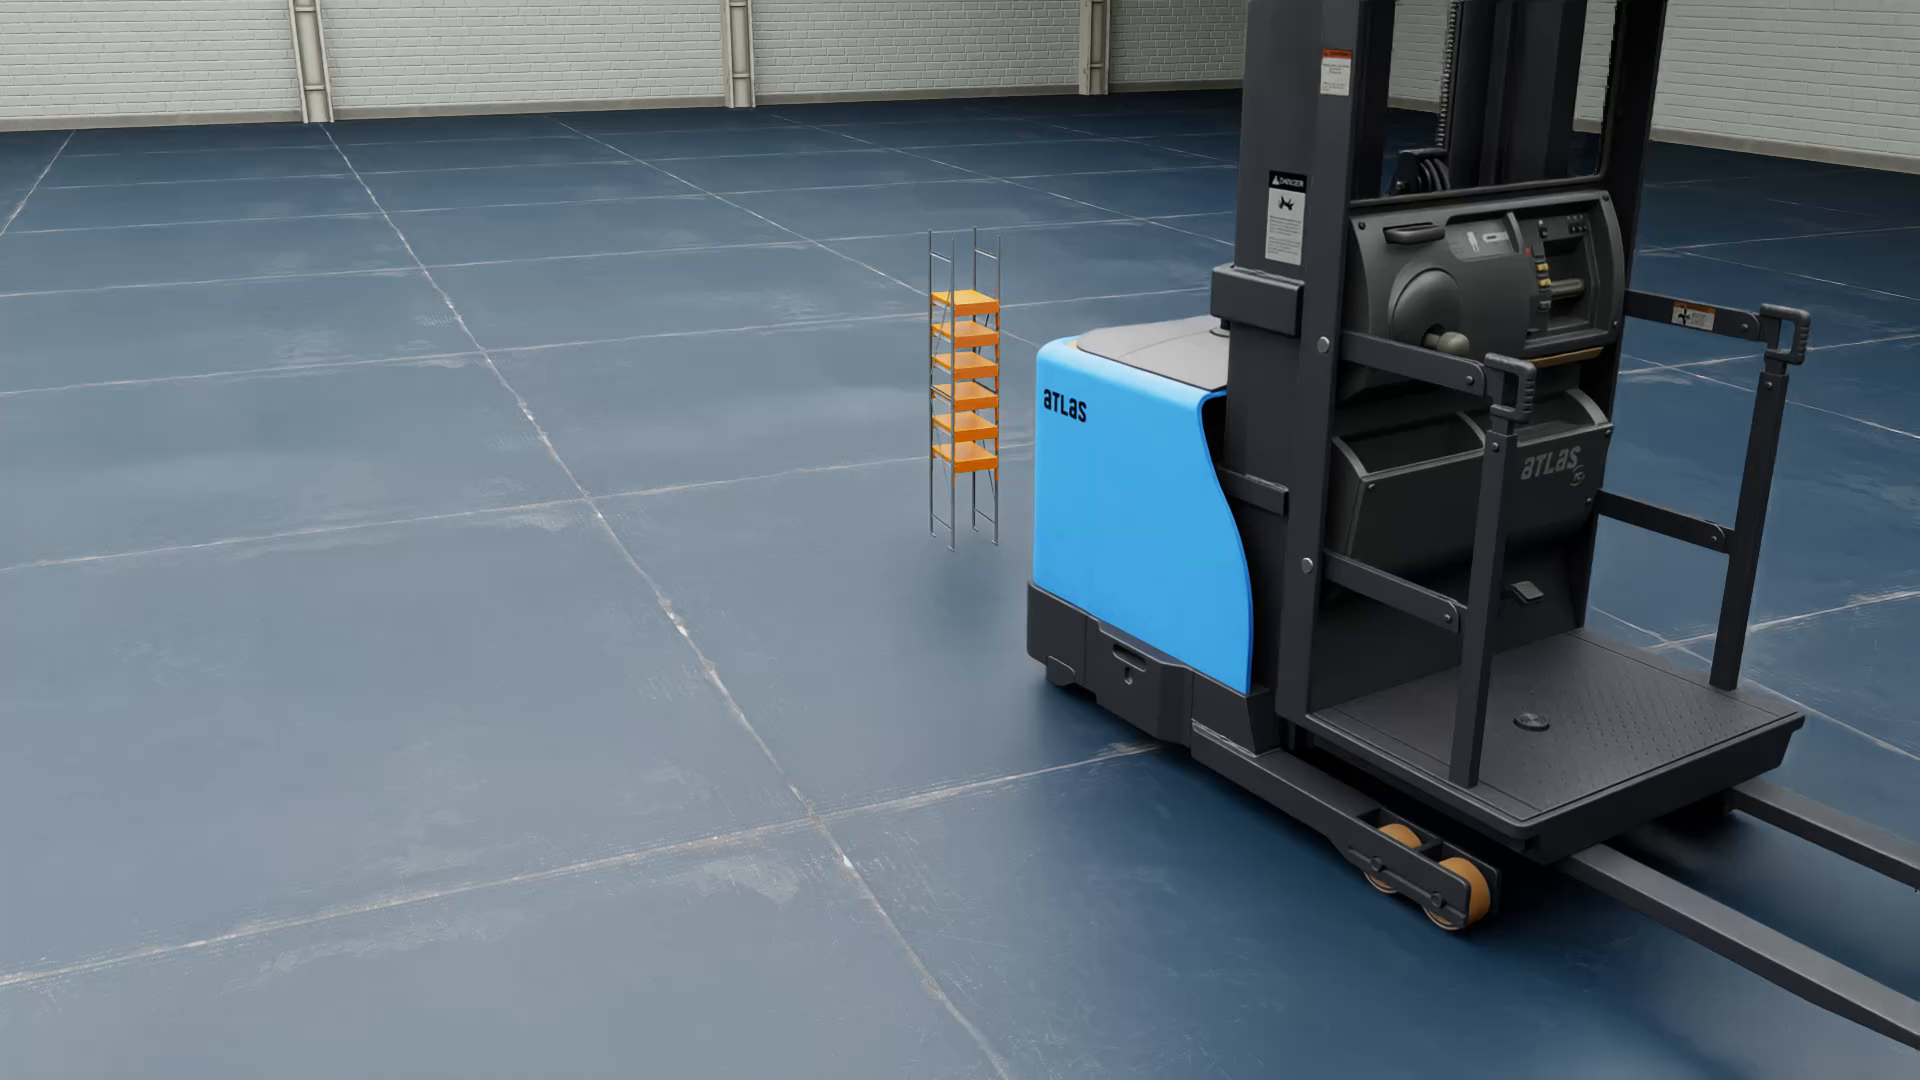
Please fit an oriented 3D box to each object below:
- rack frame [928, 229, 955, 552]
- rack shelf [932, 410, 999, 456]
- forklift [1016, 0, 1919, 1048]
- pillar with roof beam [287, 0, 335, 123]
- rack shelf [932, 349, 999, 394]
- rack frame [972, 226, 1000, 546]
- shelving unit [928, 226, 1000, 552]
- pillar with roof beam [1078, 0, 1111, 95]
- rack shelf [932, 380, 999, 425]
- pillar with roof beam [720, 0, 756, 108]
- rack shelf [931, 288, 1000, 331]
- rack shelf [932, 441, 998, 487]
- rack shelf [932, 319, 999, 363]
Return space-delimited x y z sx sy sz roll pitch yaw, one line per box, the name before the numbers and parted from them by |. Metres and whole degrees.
rack frame | -0.071 -0.556 6.294 0.006 1.200 0.240 -8 21 -22
rack shelf | 0.013 -0.413 6.383 0.180 0.103 0.258 -8 21 -22
forklift | 1.401 -0.660 3.982 1.130 2.935 3.031 -12 23 -31
pillar with roof beam | -7.123 -8.694 17.663 0.400 9.000 9.100 -8 21 -22
rack shelf | 0.013 -0.639 6.303 0.180 0.103 0.258 -8 21 -22
rack frame | 0.097 -0.580 6.362 0.006 1.200 0.240 -8 21 -22
shelving unit | 0.013 -0.568 6.328 0.189 1.200 0.258 -8 21 -22
pillar with roof beam | 3.895 -10.272 22.146 0.400 9.000 9.100 -8 21 -22
rack shelf | 0.013 -0.526 6.343 0.180 0.103 0.258 -8 21 -22
pillar with roof beam | -1.614 -9.483 19.905 0.400 9.000 9.100 -8 21 -22
rack shelf | 0.013 -0.866 6.223 0.180 0.103 0.258 -8 21 -22
rack shelf | 0.013 -0.300 6.423 0.180 0.103 0.258 -8 21 -22
rack shelf | 0.013 -0.752 6.263 0.180 0.103 0.258 -8 21 -22
